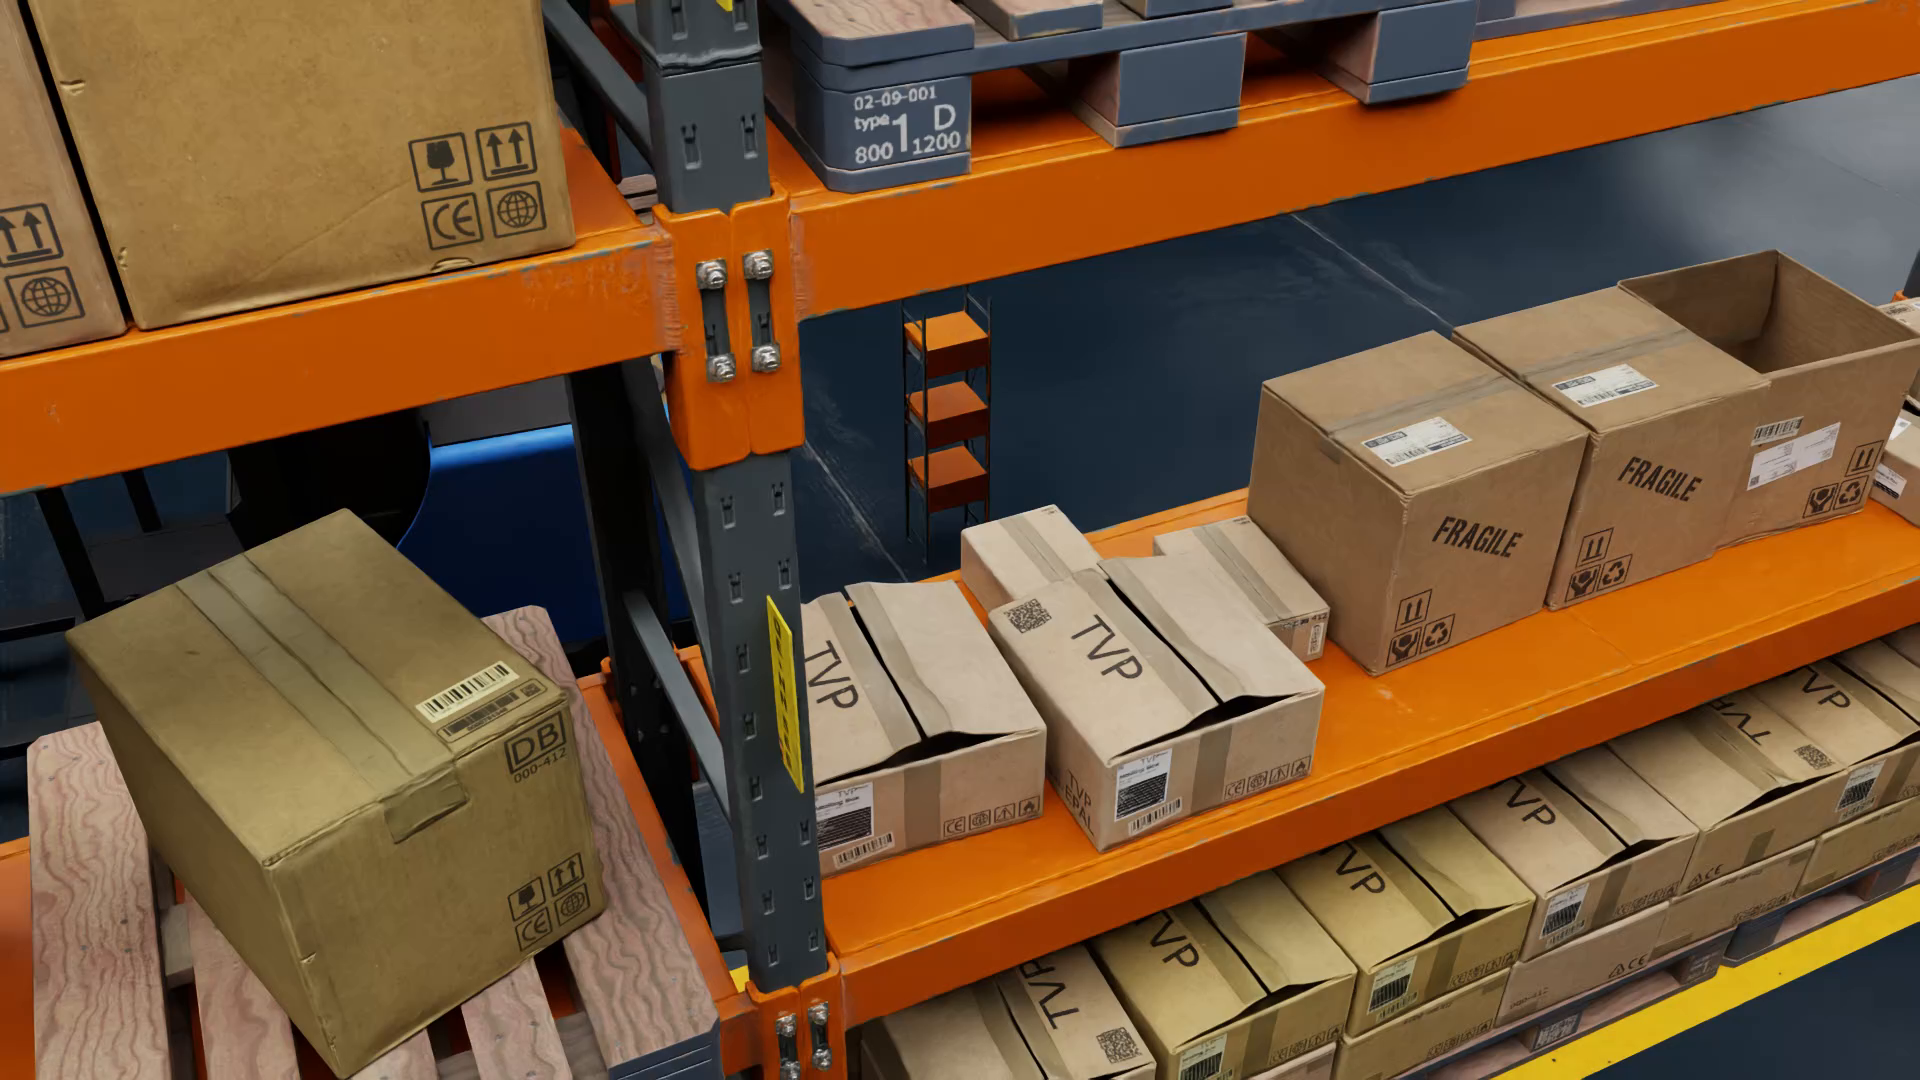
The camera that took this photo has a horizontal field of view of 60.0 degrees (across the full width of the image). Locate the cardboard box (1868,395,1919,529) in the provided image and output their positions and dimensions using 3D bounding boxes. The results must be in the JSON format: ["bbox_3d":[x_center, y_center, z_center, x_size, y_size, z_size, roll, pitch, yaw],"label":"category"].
[{"bbox_3d":[2.400,-0.258,4.193,0.258,0.266,0.396,-17,40,-21],"label":"cardboard box"}]

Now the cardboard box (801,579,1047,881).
[{"bbox_3d":[-0.156,0.346,3.340,0.500,0.311,0.500,-13,39,-17],"label":"cardboard box"}]

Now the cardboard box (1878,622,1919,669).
[{"bbox_3d":[2.873,0.334,4.766,0.500,0.311,0.500,-16,39,-20],"label":"cardboard box"}]

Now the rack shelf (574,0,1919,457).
[{"bbox_3d":[1.307,-1.043,3.224,4.000,0.370,1.077,-16,39,-20],"label":"rack shelf"}]

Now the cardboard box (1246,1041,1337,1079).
[{"bbox_3d":[0.550,1.213,4.052,0.500,0.250,0.500,-17,40,-21],"label":"cardboard box"}]

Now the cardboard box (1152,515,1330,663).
[{"bbox_3d":[0.627,0.127,3.772,0.250,0.149,0.380,-13,38,-17],"label":"cardboard box"}]

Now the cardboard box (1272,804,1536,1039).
[{"bbox_3d":[1.030,0.850,4.071,0.500,0.311,0.500,-17,40,-21],"label":"cardboard box"}]

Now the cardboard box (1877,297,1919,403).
[{"bbox_3d":[2.690,-0.425,4.431,0.500,0.250,0.500,-13,39,-17],"label":"cardboard box"}]

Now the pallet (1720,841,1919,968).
[{"bbox_3d":[2.467,0.694,5.137,1.213,0.211,1.003,-16,39,-20],"label":"pallet"}]

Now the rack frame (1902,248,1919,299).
[{"bbox_3d":[3.118,-0.633,4.586,0.127,3.000,1.000,-16,39,-20],"label":"rack frame"}]

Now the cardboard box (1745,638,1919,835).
[{"bbox_3d":[2.405,0.469,4.584,0.500,0.311,0.500,-15,39,-19],"label":"cardboard box"}]

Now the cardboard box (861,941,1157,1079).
[{"bbox_3d":[0.096,1.115,3.713,0.500,0.311,0.500,-14,39,-18],"label":"cardboard box"}]

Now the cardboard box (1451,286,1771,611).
[{"bbox_3d":[1.485,-0.228,3.955,0.500,0.500,0.500,-16,39,-20],"label":"cardboard box"}]

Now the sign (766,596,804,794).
[{"bbox_3d":[-0.264,0.236,2.508,0.005,0.325,0.100,-16,39,-20],"label":"sign"}]

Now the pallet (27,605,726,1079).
[{"bbox_3d":[-1.087,0.666,2.996,1.003,0.211,1.213,-16,39,-20],"label":"pallet"}]

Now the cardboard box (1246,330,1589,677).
[{"bbox_3d":[1.009,-0.095,3.776,0.500,0.500,0.500,-18,40,-22],"label":"cardboard box"}]

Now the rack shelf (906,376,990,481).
[{"bbox_3d":[-0.048,-0.400,5.925,0.240,0.259,0.215,-16,39,-20],"label":"rack shelf"}]

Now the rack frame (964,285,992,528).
[{"bbox_3d":[0.062,-0.439,5.961,0.008,1.050,0.200,-16,39,-20],"label":"rack frame"}]

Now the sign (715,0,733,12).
[{"bbox_3d":[-0.275,-0.740,1.778,0.005,0.325,0.100,-16,39,-20],"label":"sign"}]

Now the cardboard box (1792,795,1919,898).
[{"bbox_3d":[2.407,0.691,4.757,0.500,0.250,0.500,-16,40,-21],"label":"cardboard box"}]

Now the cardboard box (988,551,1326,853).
[{"bbox_3d":[0.389,0.293,3.412,0.500,0.311,0.500,-16,39,-20],"label":"cardboard box"}]

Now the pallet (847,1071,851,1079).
[{"bbox_3d":[0.258,1.312,4.304,1.213,0.211,1.003,-16,39,-20],"label":"pallet"}]

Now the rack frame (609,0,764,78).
[{"bbox_3d":[-0.503,-2.031,1.434,0.127,3.000,1.000,-16,39,-20],"label":"rack frame"}]

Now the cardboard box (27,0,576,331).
[{"bbox_3d":[-0.884,-0.737,2.124,0.500,0.500,0.910,-16,39,-20],"label":"cardboard box"}]

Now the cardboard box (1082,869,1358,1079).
[{"bbox_3d":[0.567,0.978,3.899,0.500,0.311,0.500,-17,40,-21],"label":"cardboard box"}]

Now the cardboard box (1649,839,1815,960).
[{"bbox_3d":[1.944,0.820,4.582,0.500,0.250,0.500,-15,39,-19],"label":"cardboard box"}]

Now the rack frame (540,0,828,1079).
[{"bbox_3d":[-0.503,0.379,3.221,0.127,3.000,1.000,-16,39,-20],"label":"rack frame"}]

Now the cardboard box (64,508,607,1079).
[{"bbox_3d":[-1.026,0.390,2.769,0.500,0.500,0.700,-30,46,-34],"label":"cardboard box"}]

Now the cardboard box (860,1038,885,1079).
[{"bbox_3d":[0.096,1.341,3.880,0.500,0.250,0.500,-16,39,-20],"label":"cardboard box"}]

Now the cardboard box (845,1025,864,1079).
[{"bbox_3d":[-0.131,1.050,4.272,0.500,0.250,0.500,-15,39,-19],"label":"cardboard box"}]

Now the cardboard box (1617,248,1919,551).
[{"bbox_3d":[1.939,-0.355,4.126,0.500,0.500,0.500,-13,38,-17],"label":"cardboard box"}]

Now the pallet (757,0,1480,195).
[{"bbox_3d":[0.073,-0.970,2.680,1.003,0.211,1.213,-14,39,-18],"label":"pallet"}]

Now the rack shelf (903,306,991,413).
[{"bbox_3d":[-0.048,-0.628,5.756,0.240,0.259,0.215,-16,39,-20],"label":"rack shelf"}]

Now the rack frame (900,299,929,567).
[{"bbox_3d":[-0.159,-0.377,5.877,0.008,1.050,0.200,-16,39,-20],"label":"rack frame"}]

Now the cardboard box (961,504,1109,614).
[{"bbox_3d":[0.193,0.103,3.804,0.250,0.149,0.380,-16,39,-20],"label":"cardboard box"}]

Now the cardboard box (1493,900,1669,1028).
[{"bbox_3d":[1.483,0.948,4.409,0.500,0.250,0.500,-15,39,-19],"label":"cardboard box"}]

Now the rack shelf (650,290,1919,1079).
[{"bbox_3d":[1.307,0.162,4.118,4.000,0.370,1.077,-16,39,-20],"label":"rack shelf"}]

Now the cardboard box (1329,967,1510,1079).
[{"bbox_3d":[1.018,1.078,4.234,0.500,0.250,0.500,-17,40,-21],"label":"cardboard box"}]

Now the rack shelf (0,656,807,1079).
[{"bbox_3d":[-2.314,1.174,2.753,4.000,0.370,1.077,-16,39,-20],"label":"rack shelf"}]

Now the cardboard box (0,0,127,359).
[{"bbox_3d":[-1.346,-0.608,1.950,0.500,0.500,0.910,-16,39,-20],"label":"cardboard box"}]

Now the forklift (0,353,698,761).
[{"bbox_3d":[-2.356,-0.698,4.731,3.031,2.935,1.130,-11,38,-15],"label":"forklift"}]

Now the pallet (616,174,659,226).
[{"bbox_3d":[-1.887,-1.348,7.891,1.213,0.211,1.003,-16,39,-20],"label":"pallet"}]

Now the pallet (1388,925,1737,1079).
[{"bbox_3d":[1.361,1.005,4.718,1.213,0.211,1.003,-16,39,-20],"label":"pallet"}]

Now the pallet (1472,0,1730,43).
[{"bbox_3d":[1.084,-1.255,3.064,1.213,0.211,1.003,-14,39,-18],"label":"pallet"}]

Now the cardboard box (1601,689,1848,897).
[{"bbox_3d":[1.952,0.594,4.416,0.500,0.311,0.500,-16,39,-20],"label":"cardboard box"}]

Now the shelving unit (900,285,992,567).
[{"bbox_3d":[-0.048,-0.408,5.919,0.252,1.050,0.215,-16,39,-20],"label":"shelving unit"}]

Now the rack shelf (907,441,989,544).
[{"bbox_3d":[-0.048,-0.176,6.091,0.240,0.259,0.215,-16,39,-20],"label":"rack shelf"}]

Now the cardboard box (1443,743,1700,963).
[{"bbox_3d":[1.495,0.720,4.247,0.500,0.311,0.500,-16,39,-21],"label":"cardboard box"}]

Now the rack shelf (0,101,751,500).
[{"bbox_3d":[-2.314,-0.031,1.859,4.000,0.370,1.077,-16,39,-20],"label":"rack shelf"}]
